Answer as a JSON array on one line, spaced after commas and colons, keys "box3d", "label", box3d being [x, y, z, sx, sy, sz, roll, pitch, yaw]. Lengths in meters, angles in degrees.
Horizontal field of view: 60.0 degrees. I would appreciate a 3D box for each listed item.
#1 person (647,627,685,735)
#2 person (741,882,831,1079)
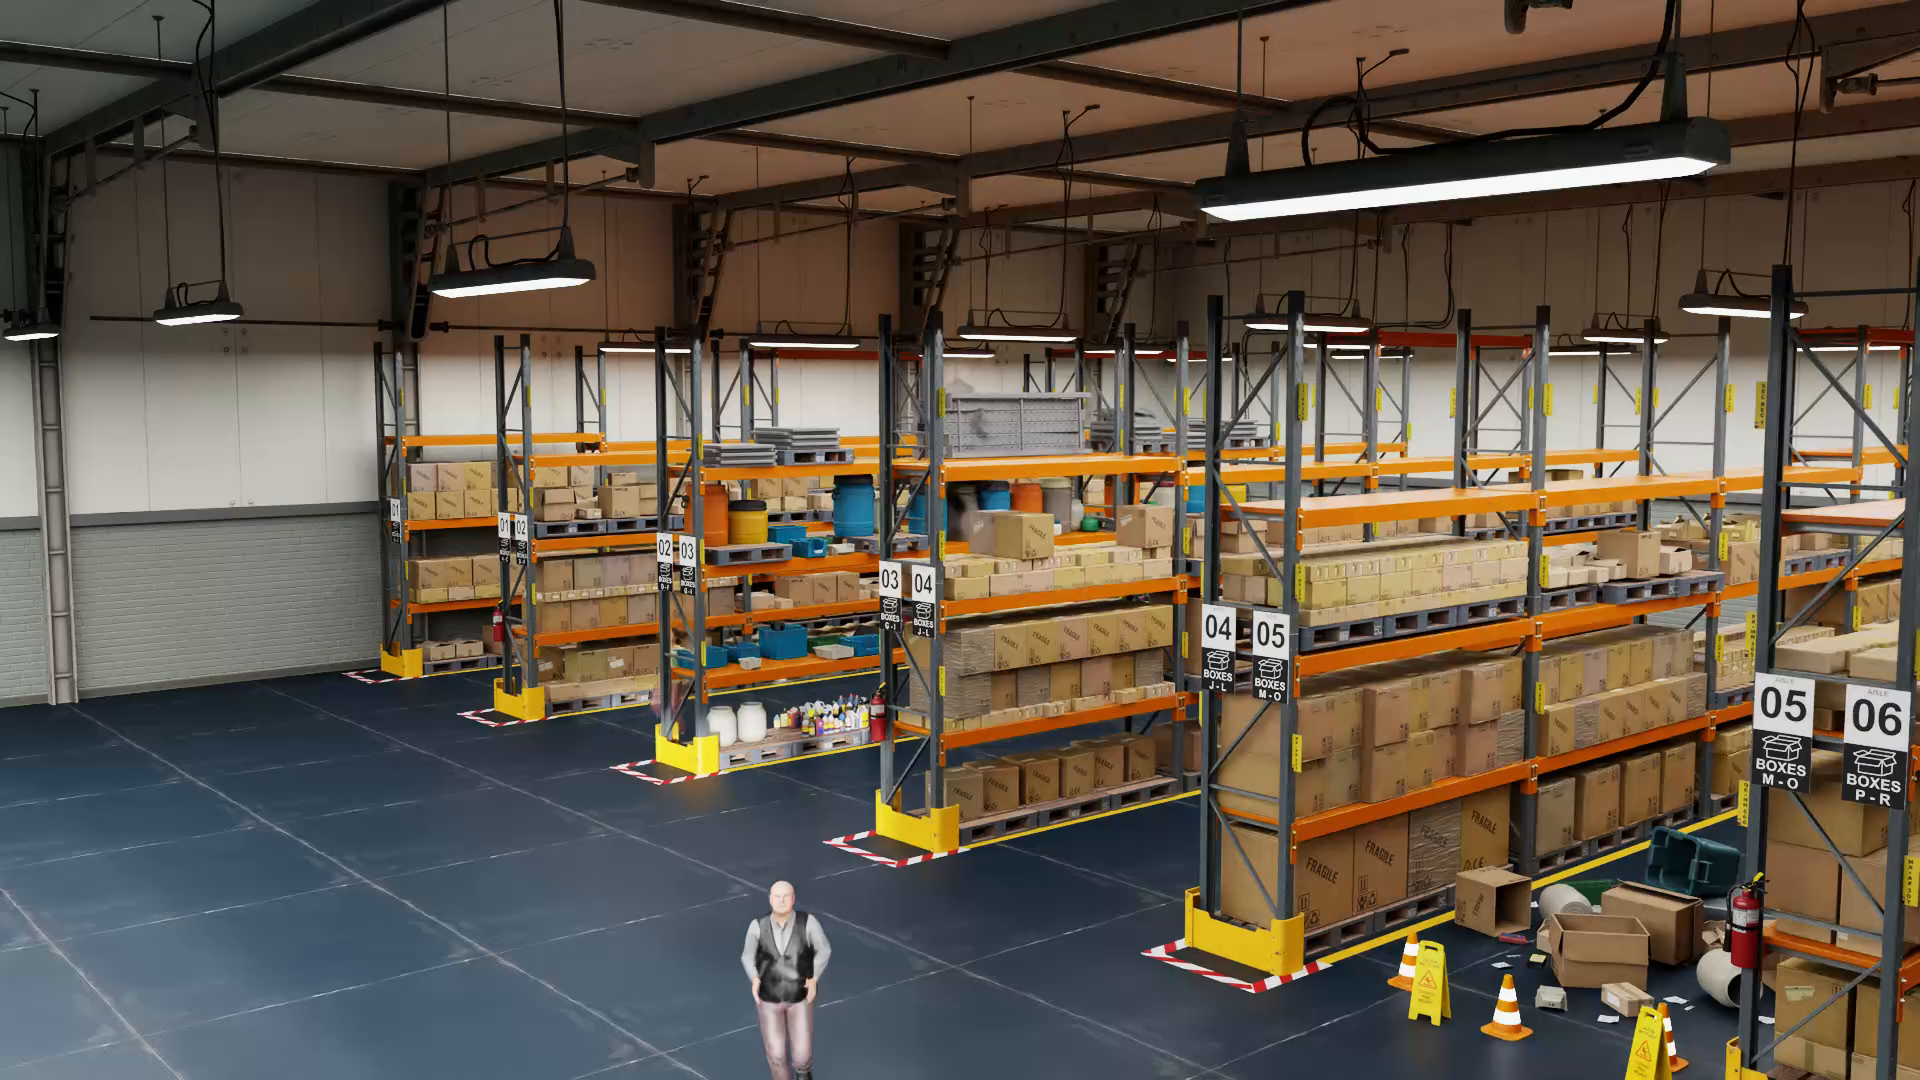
[{"box3d": [-4.279, 2.090, 24.292, 0.552, 1.647, 0.645, 3, 6, 30], "label": "person"}, {"box3d": [-1.236, 3.254, 11.722, 0.635, 1.676, 0.564, 0, 5, -1], "label": "person"}]
